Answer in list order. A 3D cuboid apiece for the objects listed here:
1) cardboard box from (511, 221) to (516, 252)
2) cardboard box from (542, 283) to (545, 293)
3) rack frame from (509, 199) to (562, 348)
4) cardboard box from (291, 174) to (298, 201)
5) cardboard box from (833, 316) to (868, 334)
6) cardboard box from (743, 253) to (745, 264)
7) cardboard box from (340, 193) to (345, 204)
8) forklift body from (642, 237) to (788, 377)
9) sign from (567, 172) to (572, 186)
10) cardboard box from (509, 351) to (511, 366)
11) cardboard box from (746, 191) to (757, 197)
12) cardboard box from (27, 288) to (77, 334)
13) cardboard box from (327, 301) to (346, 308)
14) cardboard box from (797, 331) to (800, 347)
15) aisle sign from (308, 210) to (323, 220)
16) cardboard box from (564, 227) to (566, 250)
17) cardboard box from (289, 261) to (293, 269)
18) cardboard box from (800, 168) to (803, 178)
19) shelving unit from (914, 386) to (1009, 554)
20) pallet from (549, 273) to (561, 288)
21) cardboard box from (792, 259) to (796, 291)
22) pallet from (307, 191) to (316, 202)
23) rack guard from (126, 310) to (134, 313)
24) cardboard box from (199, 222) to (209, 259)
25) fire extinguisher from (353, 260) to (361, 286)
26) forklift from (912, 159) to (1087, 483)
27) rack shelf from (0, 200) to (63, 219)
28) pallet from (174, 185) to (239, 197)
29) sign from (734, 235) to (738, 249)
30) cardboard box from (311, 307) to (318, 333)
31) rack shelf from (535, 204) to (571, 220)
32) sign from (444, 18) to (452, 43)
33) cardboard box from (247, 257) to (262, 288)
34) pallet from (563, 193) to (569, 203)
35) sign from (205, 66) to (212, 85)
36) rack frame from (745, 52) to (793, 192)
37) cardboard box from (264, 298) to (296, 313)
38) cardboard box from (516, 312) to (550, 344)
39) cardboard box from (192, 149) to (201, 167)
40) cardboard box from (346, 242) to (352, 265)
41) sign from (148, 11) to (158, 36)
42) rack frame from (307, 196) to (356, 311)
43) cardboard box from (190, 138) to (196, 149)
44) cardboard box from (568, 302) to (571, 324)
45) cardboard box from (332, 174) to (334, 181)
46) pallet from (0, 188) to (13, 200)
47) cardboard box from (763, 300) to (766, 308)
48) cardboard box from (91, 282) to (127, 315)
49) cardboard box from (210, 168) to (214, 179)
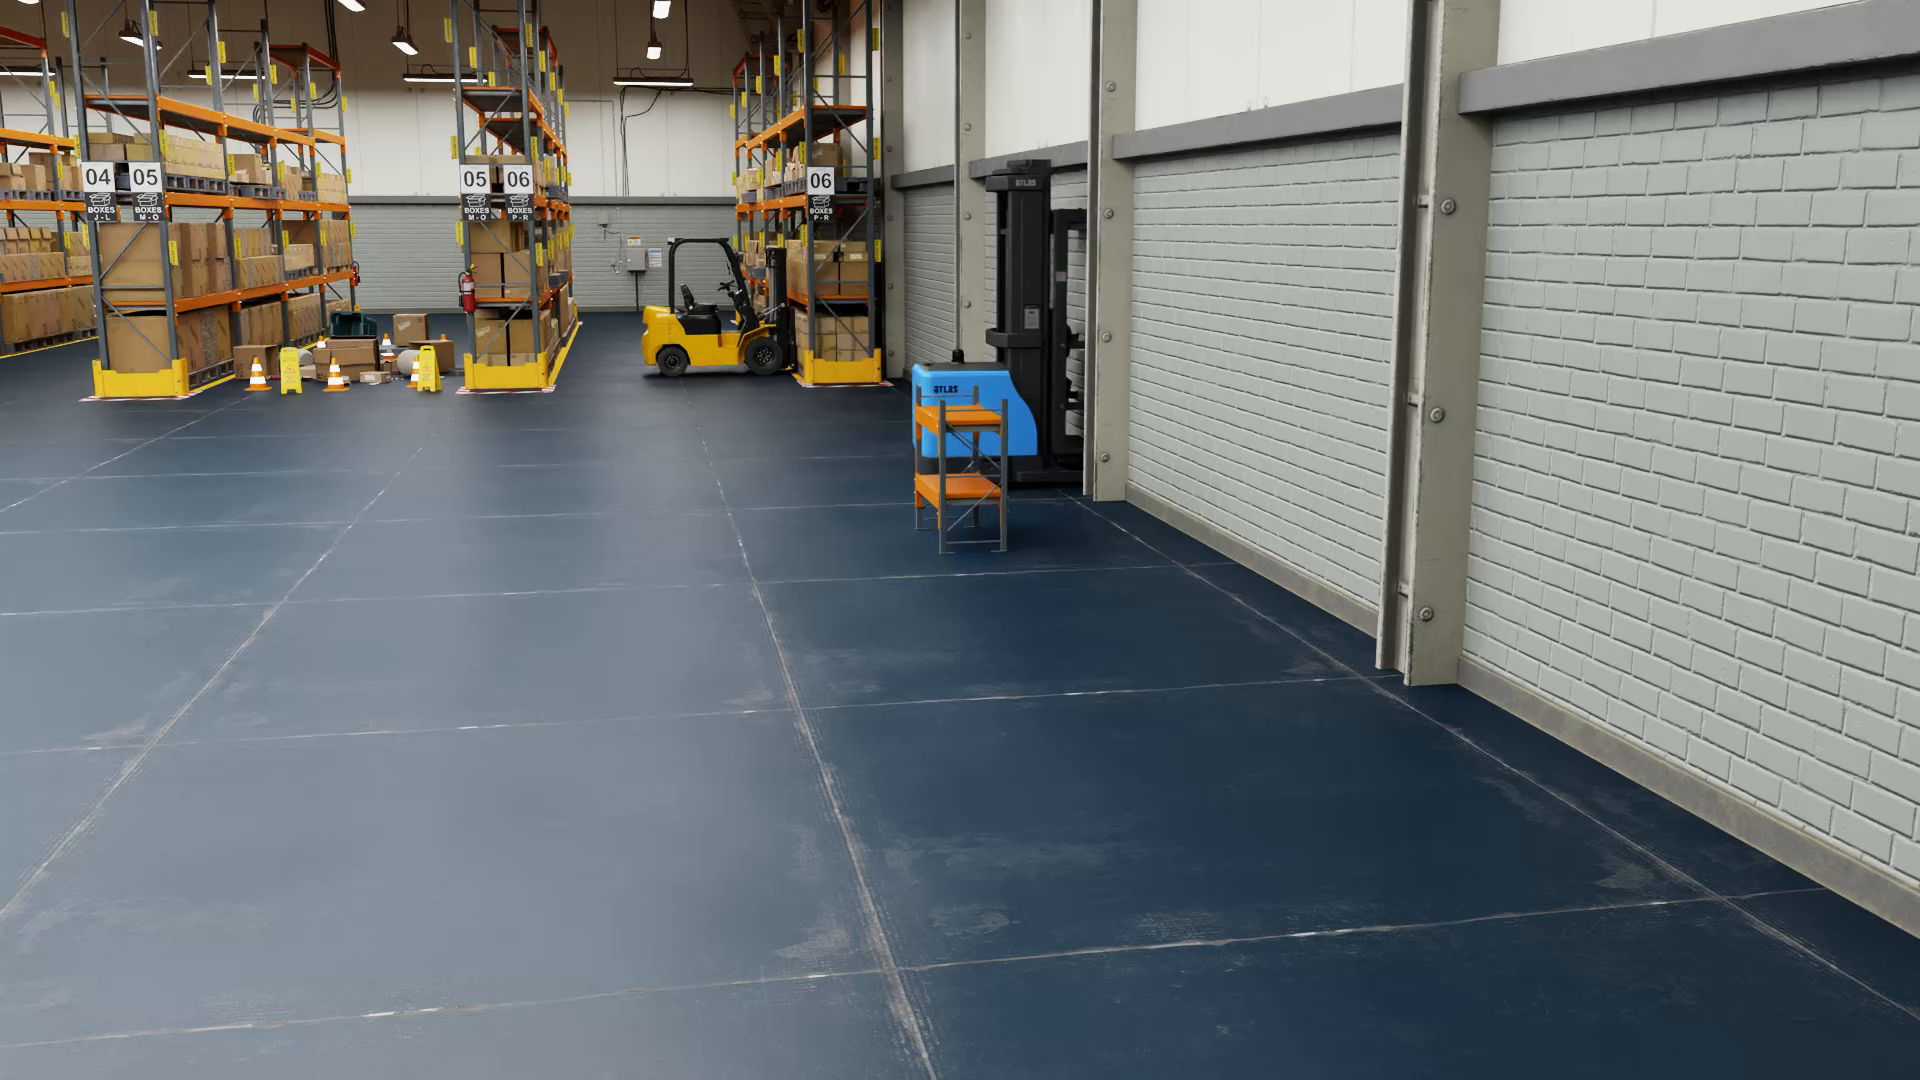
[{"bbox_3d":[-7.068,-4.578,24.989,0.700,0.500,0.500,-2,11,-10],"label":"cardboard box"},{"bbox_3d":[-6.773,-3.995,26.335,0.380,0.149,0.250,-2,11,-11],"label":"cardboard box"},{"bbox_3d":[-8.219,-5.180,31.889,1.000,3.000,0.127,-2,11,-11],"label":"rack frame"},{"bbox_3d":[-13.112,-6.801,32.119,0.500,0.500,0.500,-2,11,-11],"label":"cardboard box"},{"bbox_3d":[-1.703,-3.336,25.756,0.500,0.250,0.500,-2,11,-12],"label":"cardboard box"},{"bbox_3d":[-4.763,-6.530,38.585,0.500,0.250,0.500,-2,11,-13],"label":"cardboard box"},{"bbox_3d":[-14.157,-7.681,37.411,0.500,0.250,0.500,-2,11,-11],"label":"cardboard box"},{"bbox_3d":[-3.953,-3.758,26.691,2.313,2.155,1.214,-2,11,-11],"label":"forklift body"},{"bbox_3d":[-9.240,-8.534,39.333,0.100,0.325,0.005,-2,11,-11],"label":"sign"},{"bbox_3d":[-7.177,-2.802,25.627,0.500,0.250,0.500,-2,11,-11],"label":"cardboard box"},{"bbox_3d":[-4.469,-7.720,36.819,0.500,0.250,0.500,-2,11,-11],"label":"cardboard box"},{"bbox_3d":[-18.574,-4.599,33.397,1.225,0.875,0.875,-2,11,-11],"label":"cardboard box"},{"bbox_3d":[-13.997,-5.271,37.277,0.380,0.149,0.250,-2,11,-9],"label":"cardboard box"},{"bbox_3d":[-2.283,-3.165,26.198,0.500,0.250,0.500,-2,11,-12],"label":"cardboard box"},{"bbox_3d":[-14.919,-7.728,38.325,0.394,0.787,0.004,-2,11,-11],"label":"aisle sign"},{"bbox_3d":[-8.852,-6.550,36.146,0.500,0.500,0.500,-2,11,-11],"label":"cardboard box"},{"bbox_3d":[-13.103,-5.302,32.078,0.380,0.149,0.250,-2,11,-8],"label":"cardboard box"},{"bbox_3d":[-2.254,-5.640,25.567,0.380,0.149,0.250,-2,11,-13],"label":"cardboard box"},{"bbox_3d":[-0.001,-0.554,12.598,0.538,1.125,1.048,-2,11,-11],"label":"shelving unit"},{"bbox_3d":[-7.447,-4.498,28.817,1.003,0.211,1.213,-2,11,-11],"label":"pallet"},{"bbox_3d":[-2.449,-4.305,27.025,0.500,0.500,0.500,-2,11,-11],"label":"cardboard box"},{"bbox_3d":[-13.817,-6.979,33.822,1.213,0.211,1.003,-2,11,-11],"label":"pallet"},{"bbox_3d":[-19.501,-5.063,37.962,1.175,0.500,0.348,-2,11,-11],"label":"rack guard"},{"bbox_3d":[-12.048,-4.582,25.460,0.875,0.550,0.550,-2,11,-11],"label":"cardboard box"},{"bbox_3d":[-14.207,-6.290,38.928,0.296,0.674,0.183,-2,11,-11],"label":"fire extinguisher"},{"bbox_3d":[1.092,-2.007,15.405,3.031,2.935,1.130,-1,11,-6],"label":"forklift"},{"bbox_3d":[-18.329,-6.307,31.710,1.077,0.370,4.000,-2,11,-11],"label":"rack shelf"},{"bbox_3d":[-12.504,-5.794,27.603,0.805,0.209,1.217,-3,11,-13],"label":"pallet"},{"bbox_3d":[-5.439,-7.234,40.365,0.100,0.325,0.005,-2,11,-11],"label":"sign"},{"bbox_3d":[-13.343,-4.473,33.736,0.500,0.500,0.500,-2,11,-12],"label":"cardboard box"},{"bbox_3d":[-9.386,-7.401,37.458,1.077,0.370,4.000,-2,11,-11],"label":"rack shelf"},{"bbox_3d":[-7.212,-7.180,23.431,0.100,0.325,0.005,-2,11,-11],"label":"sign"},{"bbox_3d":[-12.309,-4.588,28.509,0.500,0.500,0.500,-2,11,-11],"label":"cardboard box"},{"bbox_3d":[-9.621,-7.942,38.613,1.003,0.211,1.213,-2,11,-11],"label":"pallet"},{"bbox_3d":[-13.585,-8.405,30.077,0.100,0.325,0.005,-2,11,-11],"label":"sign"},{"bbox_3d":[-4.129,-9.042,36.135,1.000,3.000,0.127,-2,11,-11],"label":"rack frame"},{"bbox_3d":[-12.952,-4.463,31.681,0.500,0.250,0.500,-3,11,-14],"label":"cardboard box"},{"bbox_3d":[-6.862,-3.385,26.683,0.500,0.500,0.500,-2,11,-8],"label":"cardboard box"},{"bbox_3d":[-11.637,-5.691,24.767,0.500,0.250,0.500,-2,11,-11],"label":"cardboard box"},{"bbox_3d":[-14.271,-6.571,38.134,0.500,0.500,0.500,-2,11,-10],"label":"cardboard box"},{"bbox_3d":[-10.953,-7.017,22.574,0.100,0.325,0.005,-2,11,-11],"label":"sign"},{"bbox_3d":[-14.611,-6.449,38.555,1.000,3.000,0.127,-2,11,-11],"label":"rack frame"},{"bbox_3d":[-11.548,-5.864,24.611,0.380,0.149,0.250,-2,11,-10],"label":"cardboard box"},{"bbox_3d":[-9.014,-4.980,36.570,0.875,0.438,0.875,-2,11,-12],"label":"cardboard box"},{"bbox_3d":[-14.040,-8.004,36.700,0.380,0.149,0.250,-2,11,-10],"label":"cardboard box"},{"bbox_3d":[-18.117,-6.317,30.343,1.213,0.211,1.003,-2,11,-8],"label":"pallet"},{"bbox_3d":[-3.779,-4.788,33.660,0.380,0.149,0.250,-3,11,-14],"label":"cardboard box"},{"bbox_3d":[-19.293,-5.335,37.263,0.875,0.875,0.875,-2,11,-11],"label":"cardboard box"},{"bbox_3d":[-11.742,-5.658,25.658,0.380,0.149,0.250,-2,11,-11],"label":"cardboard box"}]
